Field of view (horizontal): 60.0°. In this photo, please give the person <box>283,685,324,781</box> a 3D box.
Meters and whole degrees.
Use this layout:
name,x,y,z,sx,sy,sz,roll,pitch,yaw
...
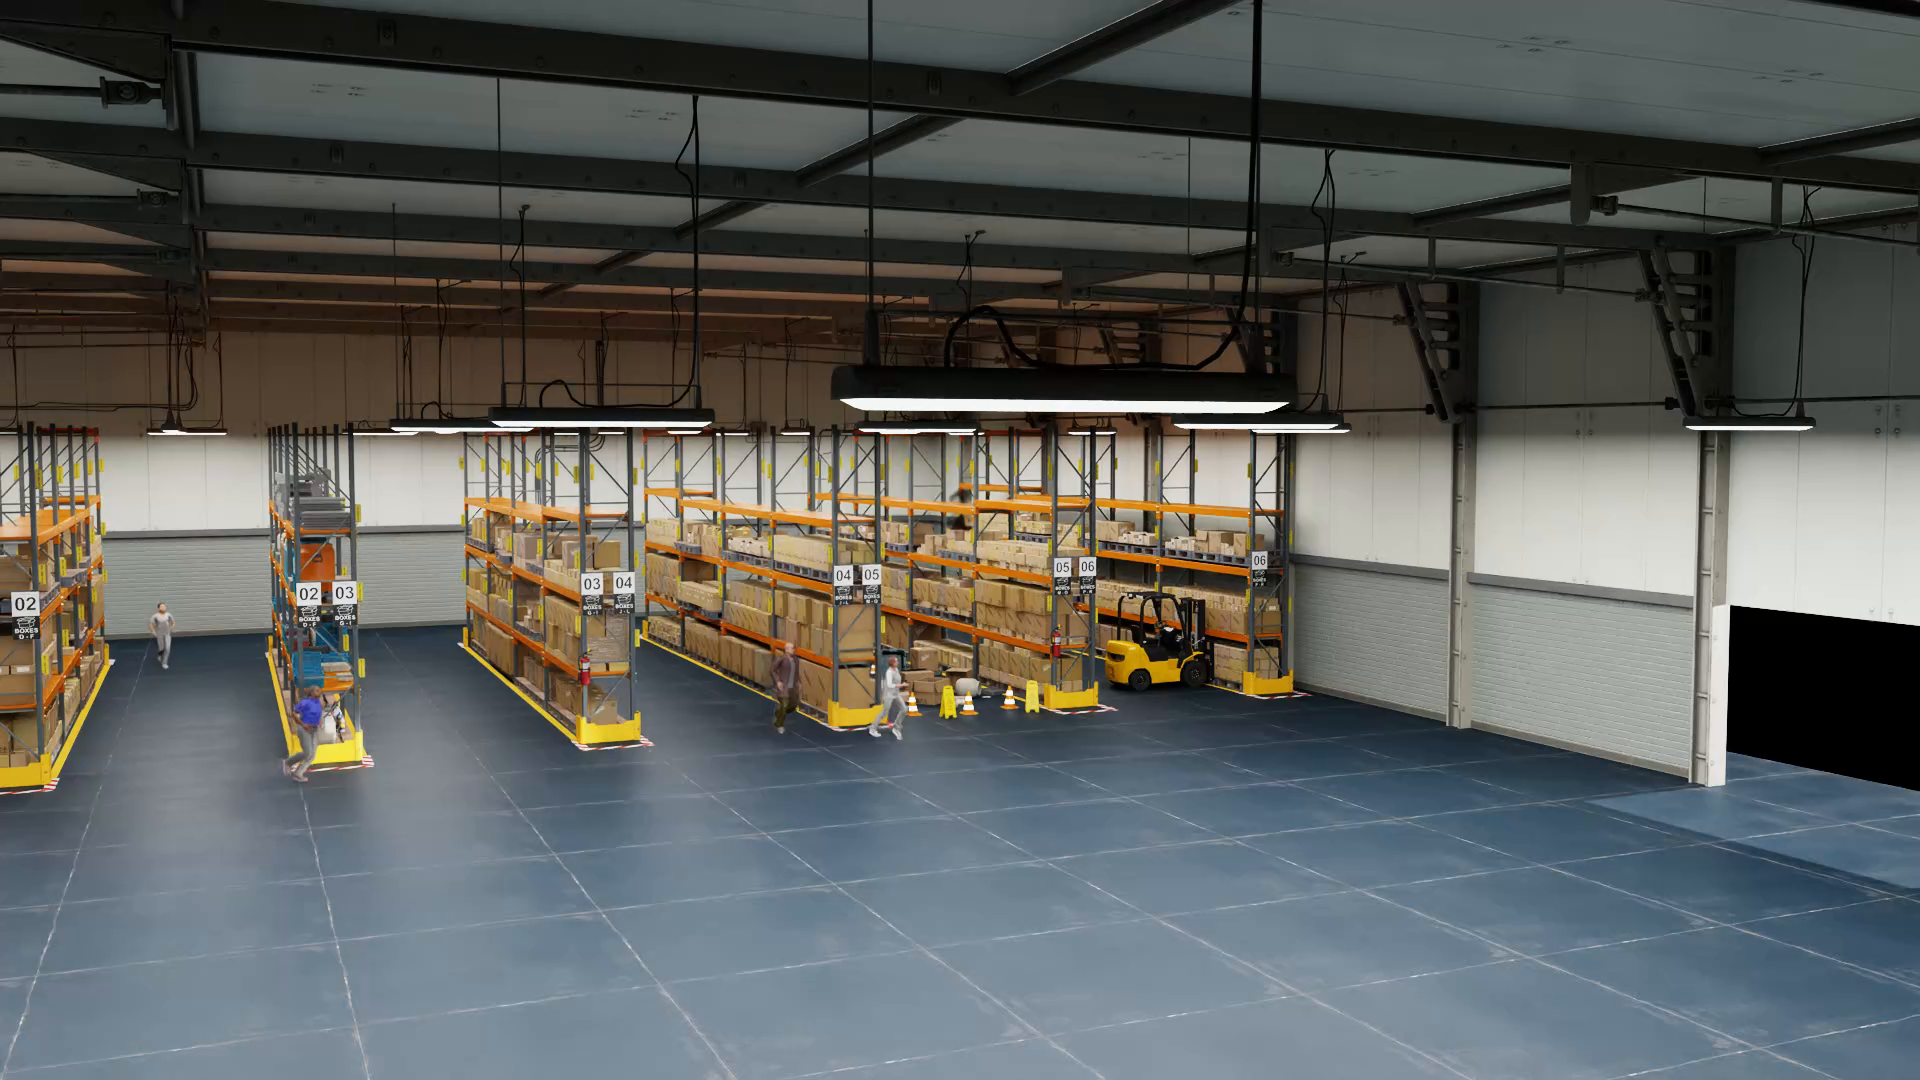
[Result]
name,x,y,z,sx,sy,sz,roll,pitch,yaw
person,-11.001,3.231,28.002,0.571,1.567,0.650,1,4,19

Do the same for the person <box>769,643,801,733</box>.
name,x,y,z,sx,sy,sz,roll,pitch,yaw
person,-3.424,2.883,32.664,0.759,1.719,0.609,-3,5,-43

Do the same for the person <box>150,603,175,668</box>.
name,x,y,z,sx,sy,sz,roll,pitch,yaw
person,-19.953,2.380,41.629,0.582,1.634,0.583,-2,4,-34

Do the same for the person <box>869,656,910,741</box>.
name,x,y,z,sx,sy,sz,roll,pitch,yaw
person,-1.309,2.996,31.567,0.825,1.613,0.550,2,4,26
